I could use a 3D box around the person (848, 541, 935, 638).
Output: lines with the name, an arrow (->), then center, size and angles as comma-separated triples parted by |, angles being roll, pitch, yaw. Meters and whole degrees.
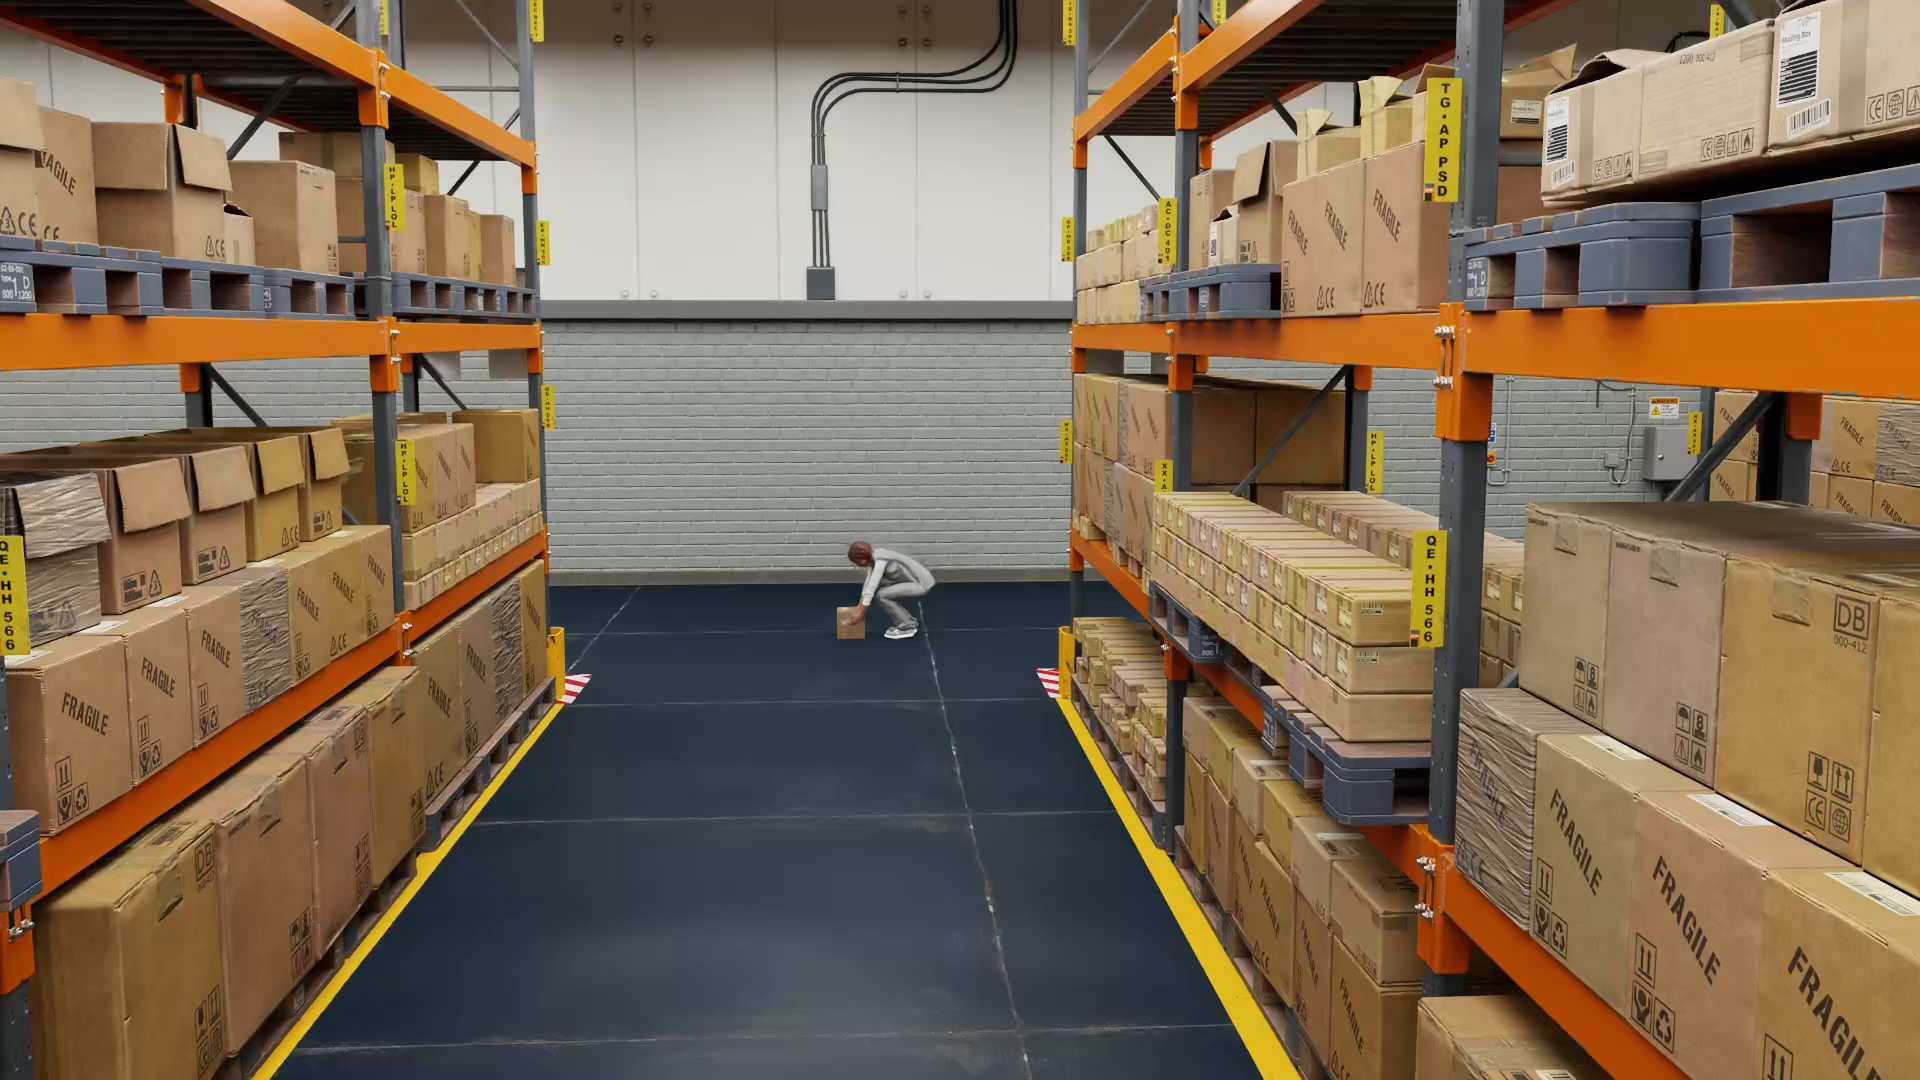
person -> -0.620, 0.444, 15.121 | 0.796, 0.886, 0.444 | 0, 7, -4
